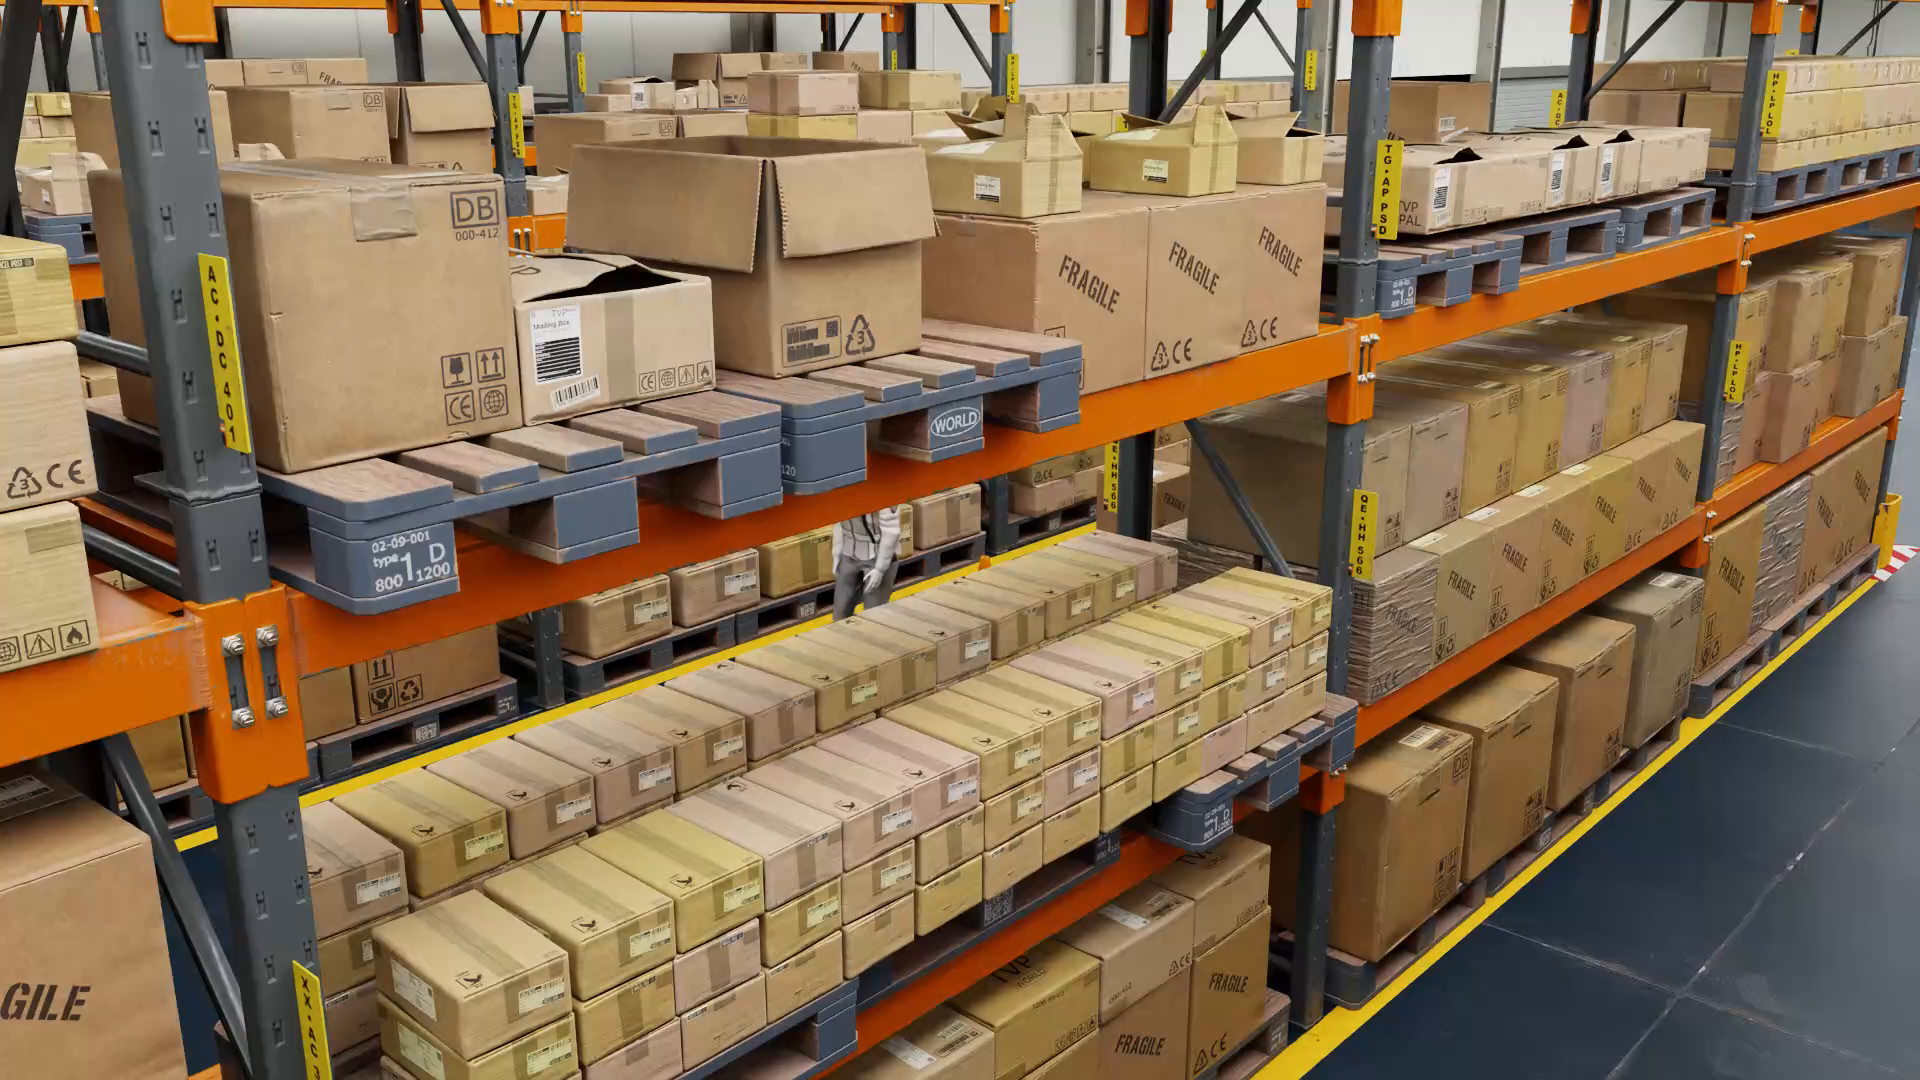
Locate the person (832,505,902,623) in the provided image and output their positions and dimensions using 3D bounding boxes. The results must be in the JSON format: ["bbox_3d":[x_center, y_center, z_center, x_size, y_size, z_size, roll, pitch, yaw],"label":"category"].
[{"bbox_3d":[-0.547,0.141,9.654,0.496,1.635,0.428,15,23,41],"label":"person"}]
